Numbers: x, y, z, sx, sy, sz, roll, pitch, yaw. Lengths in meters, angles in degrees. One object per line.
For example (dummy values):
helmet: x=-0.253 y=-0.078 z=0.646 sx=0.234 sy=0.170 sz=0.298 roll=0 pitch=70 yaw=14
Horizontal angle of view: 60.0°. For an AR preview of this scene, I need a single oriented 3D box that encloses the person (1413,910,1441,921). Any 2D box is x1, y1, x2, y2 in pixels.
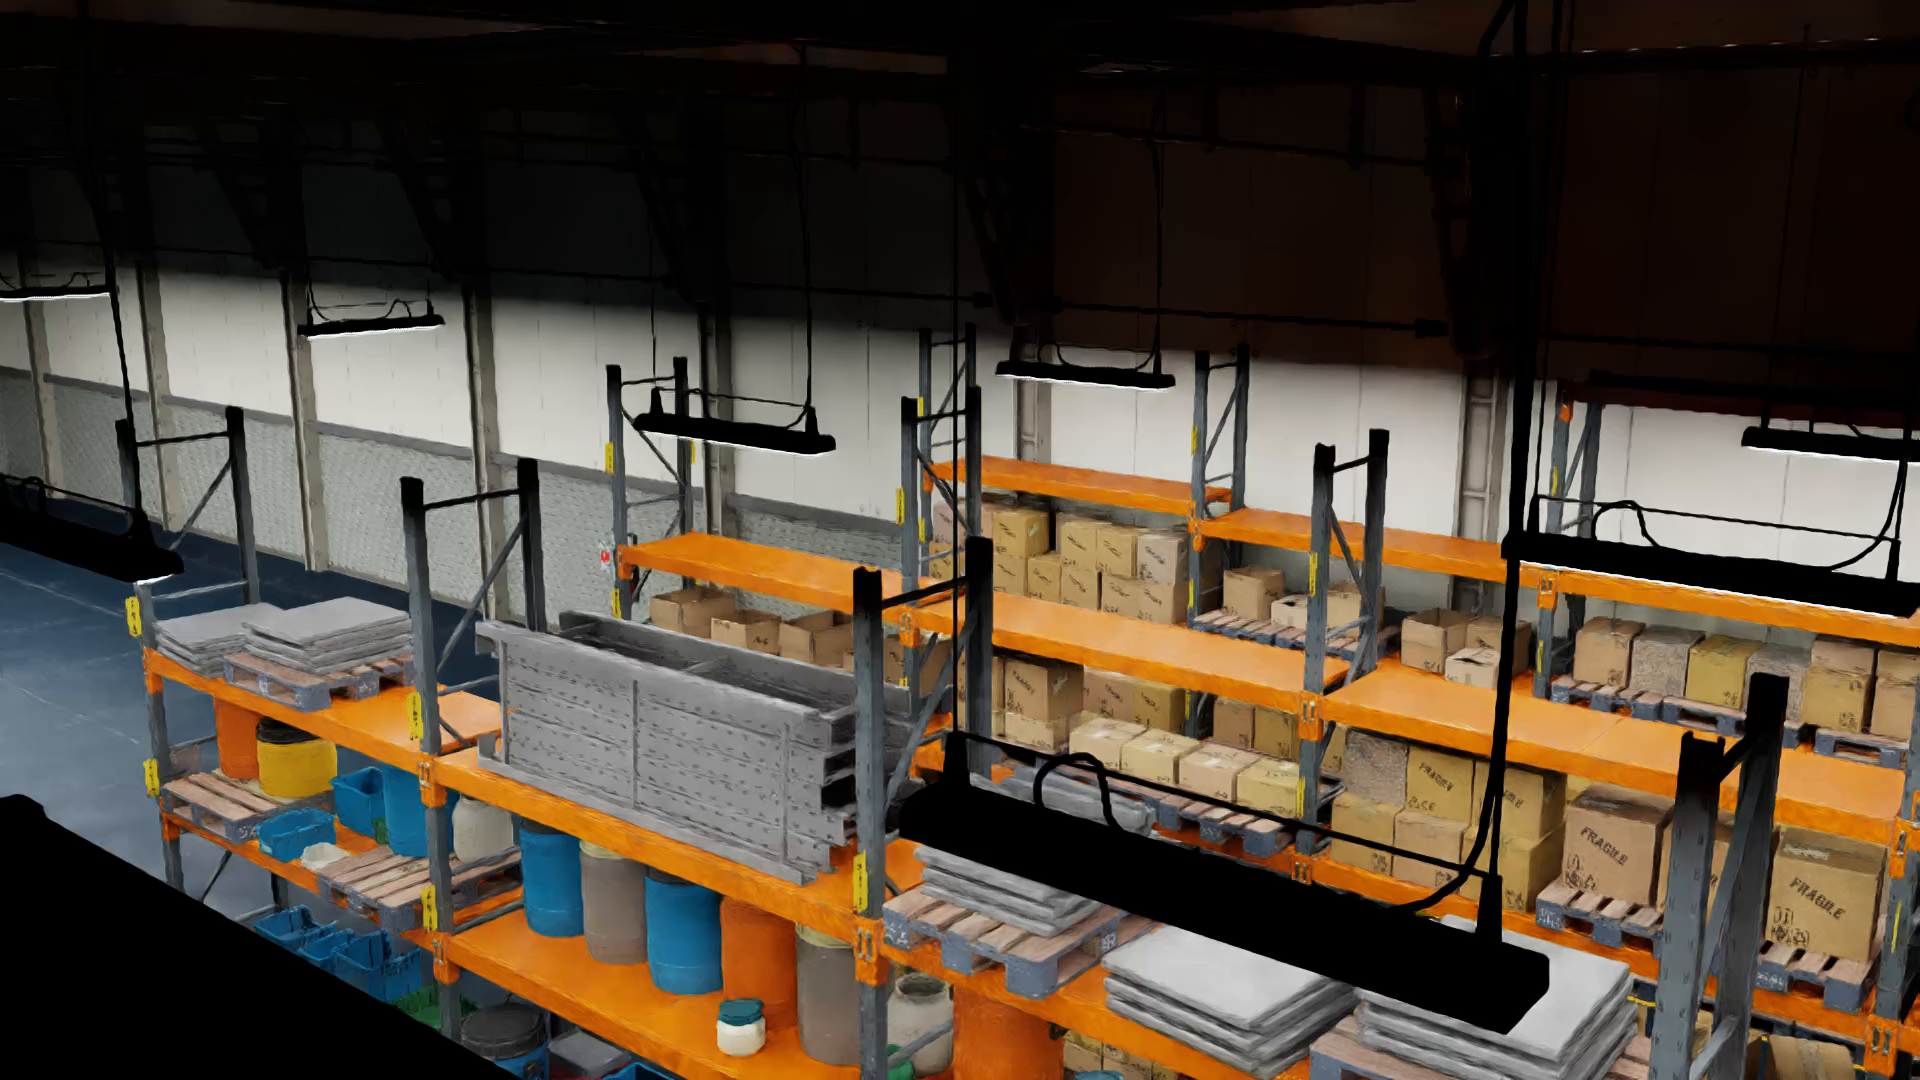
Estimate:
person: x=4.078 y=3.957 z=14.656 sx=0.565 sy=1.762 sz=0.672 roll=-5 pitch=13 yaw=-20
